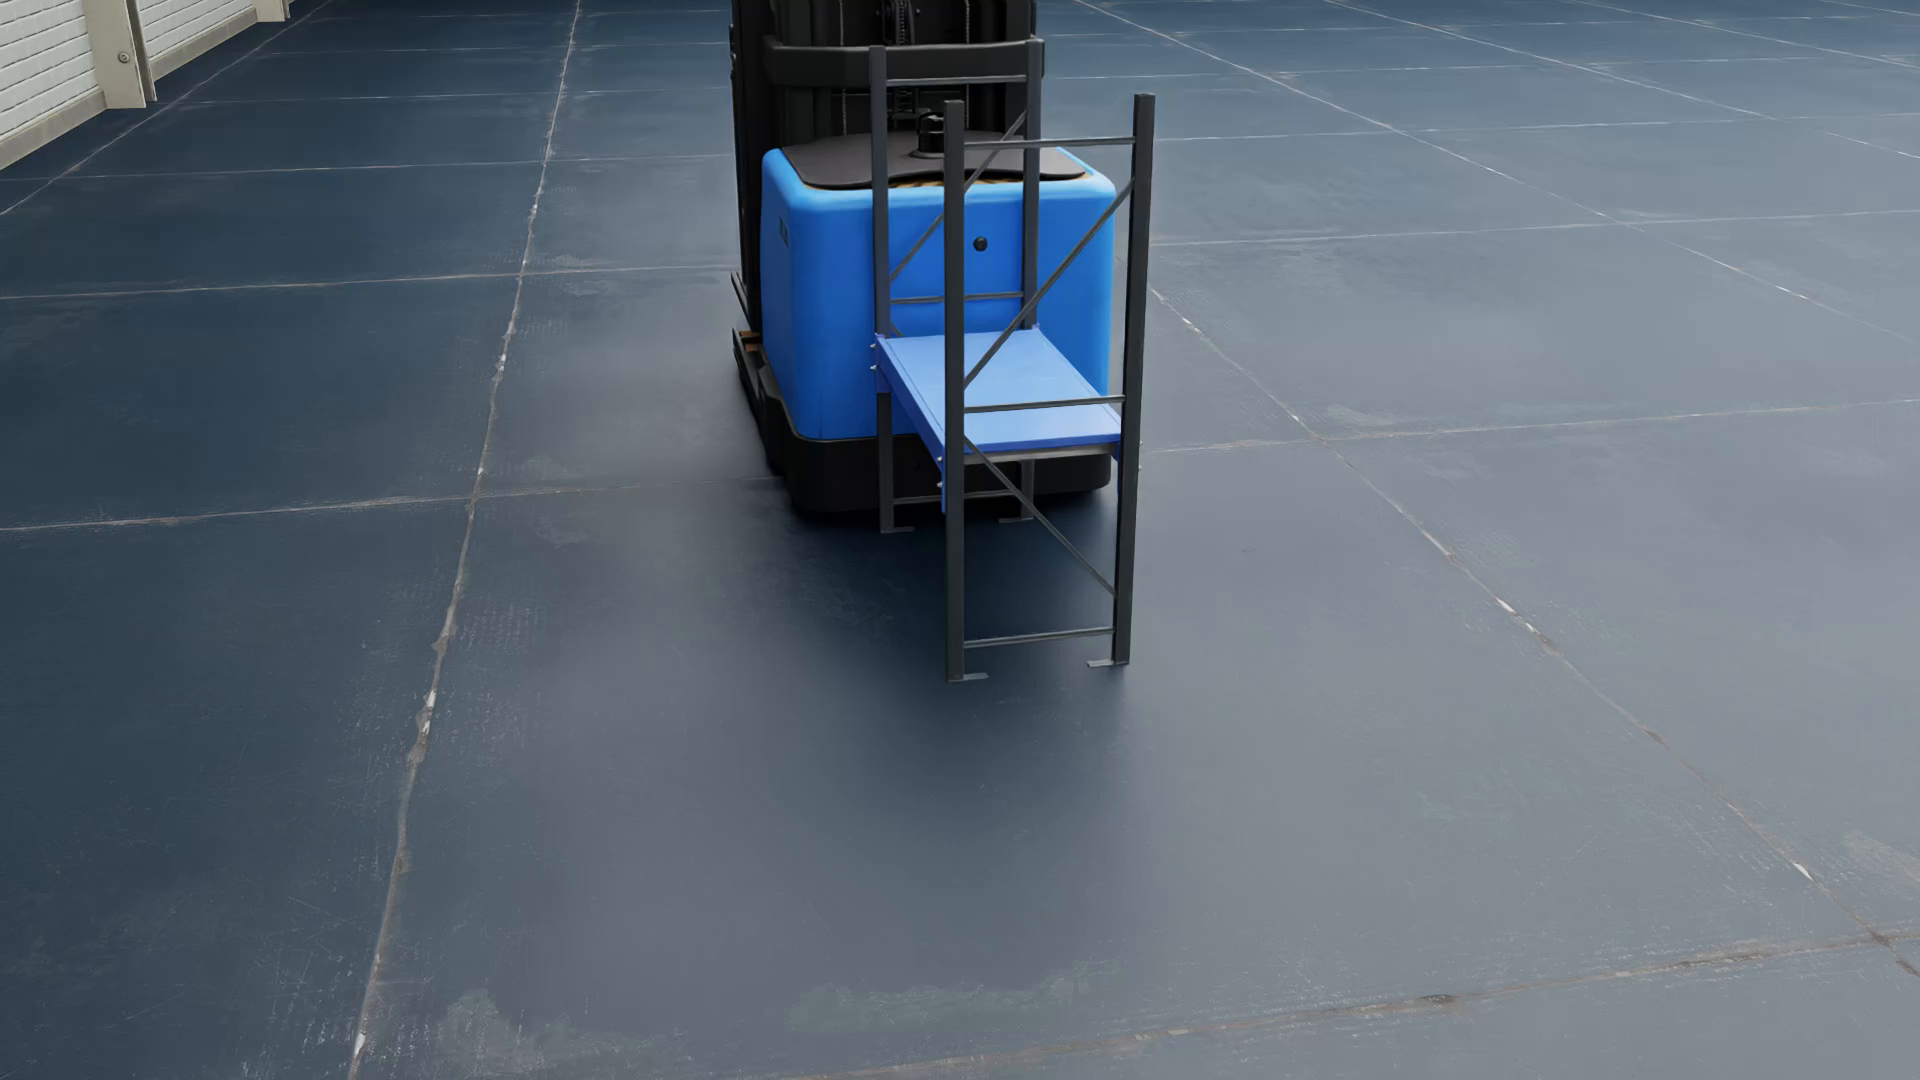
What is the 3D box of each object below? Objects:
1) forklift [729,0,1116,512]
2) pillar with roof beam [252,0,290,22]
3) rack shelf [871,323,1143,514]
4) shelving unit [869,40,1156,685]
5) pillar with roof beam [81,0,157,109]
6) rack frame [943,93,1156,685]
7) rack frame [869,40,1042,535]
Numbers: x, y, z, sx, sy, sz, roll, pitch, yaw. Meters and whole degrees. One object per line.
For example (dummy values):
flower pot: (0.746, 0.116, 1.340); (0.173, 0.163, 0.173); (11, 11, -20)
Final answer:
forklift: (-0.320, -1.993, 6.152); (1.130, 2.935, 3.031); (-5, 24, -11)
pillar with roof beam: (-3.428, -10.240, 17.453); (9.100, 9.000, 0.400); (-4, 24, -10)
rack shelf: (0.099, -0.368, 4.668); (0.538, 0.185, 1.000); (-5, 24, -11)
shelving unit: (0.099, -0.533, 4.596); (0.538, 1.500, 1.048); (-5, 24, -11)
pillar with roof beam: (-2.318, -7.880, 12.049); (9.100, 9.000, 0.400); (-4, 24, -10)
rack frame: (0.209, -0.334, 4.141); (0.500, 1.500, 0.032); (-5, 24, -11)
rack frame: (-0.011, -0.731, 5.051); (0.500, 1.500, 0.032); (-5, 24, -11)
